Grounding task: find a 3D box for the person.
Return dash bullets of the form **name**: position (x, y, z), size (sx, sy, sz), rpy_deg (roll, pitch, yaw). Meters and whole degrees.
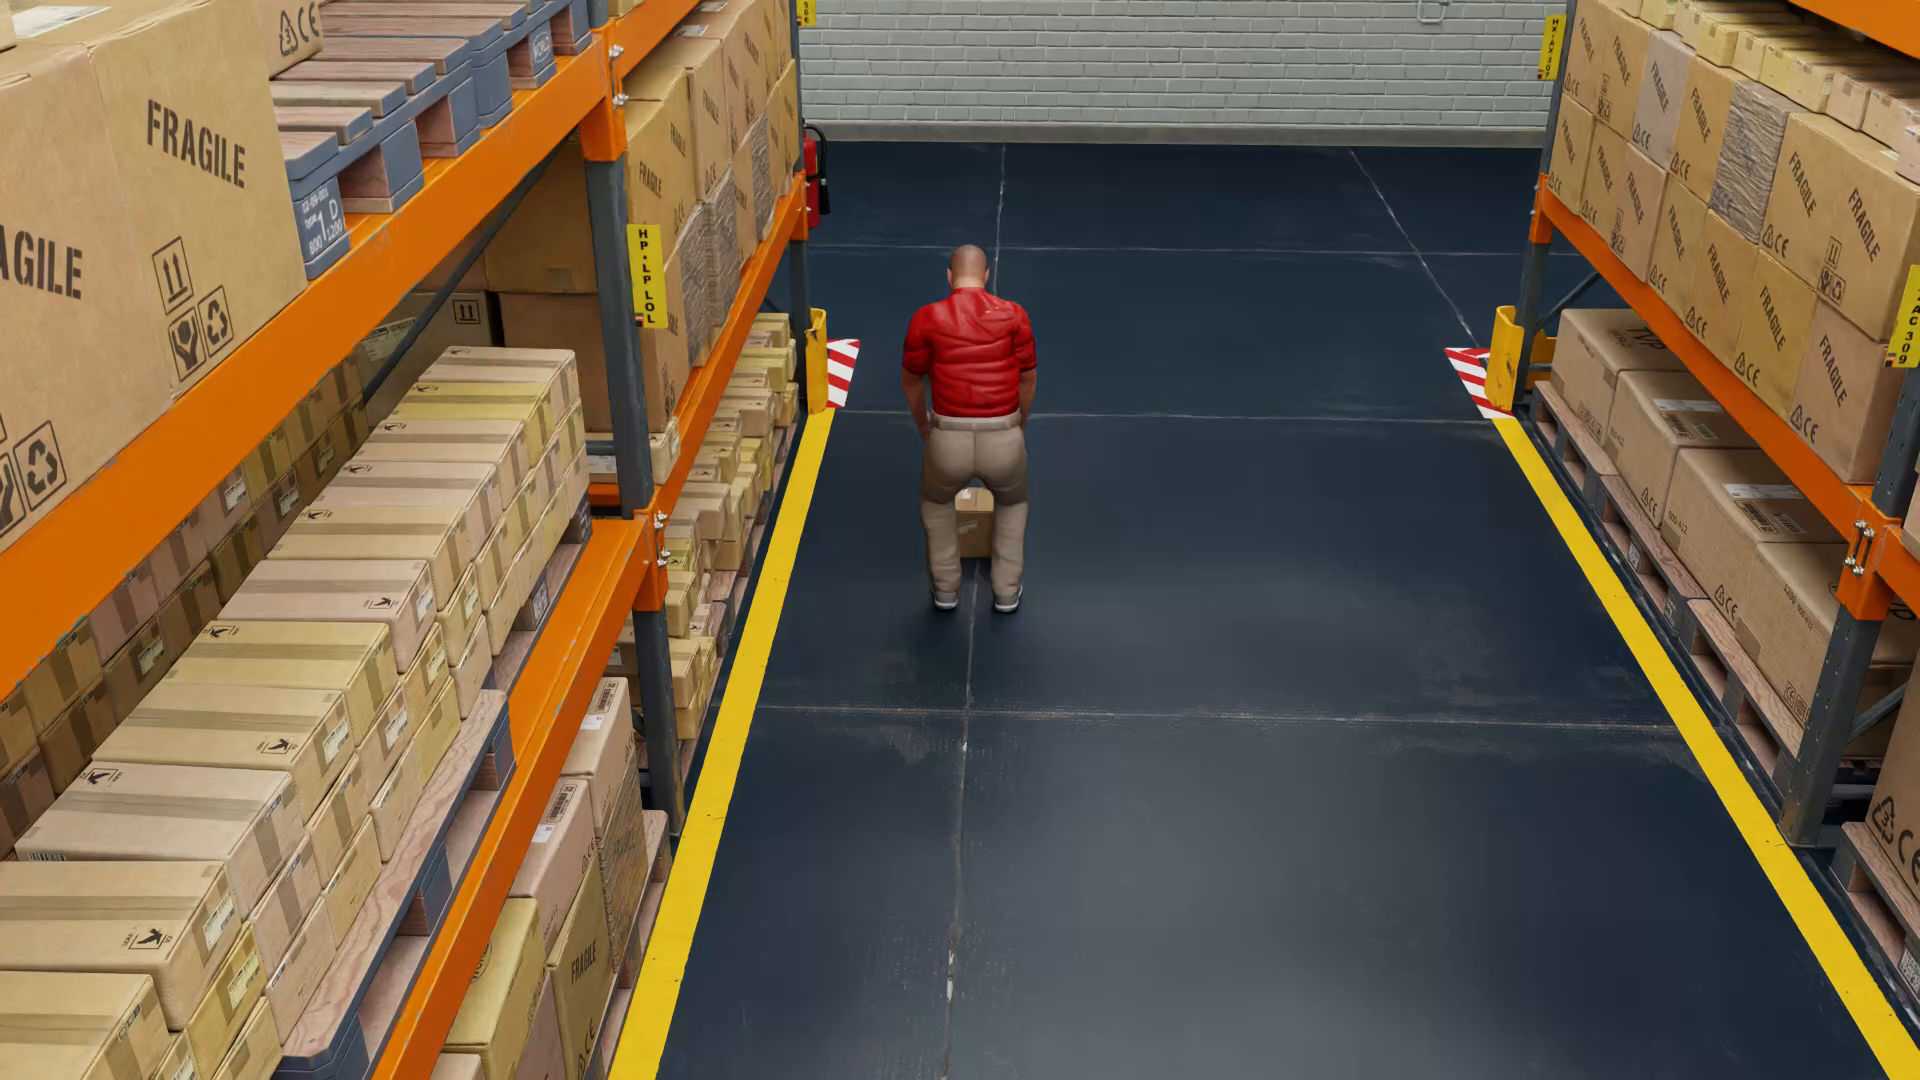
- **person**: position (0.036, -0.444, 7.147), size (0.578, 1.588, 0.550), rpy_deg (1, 28, 2)
